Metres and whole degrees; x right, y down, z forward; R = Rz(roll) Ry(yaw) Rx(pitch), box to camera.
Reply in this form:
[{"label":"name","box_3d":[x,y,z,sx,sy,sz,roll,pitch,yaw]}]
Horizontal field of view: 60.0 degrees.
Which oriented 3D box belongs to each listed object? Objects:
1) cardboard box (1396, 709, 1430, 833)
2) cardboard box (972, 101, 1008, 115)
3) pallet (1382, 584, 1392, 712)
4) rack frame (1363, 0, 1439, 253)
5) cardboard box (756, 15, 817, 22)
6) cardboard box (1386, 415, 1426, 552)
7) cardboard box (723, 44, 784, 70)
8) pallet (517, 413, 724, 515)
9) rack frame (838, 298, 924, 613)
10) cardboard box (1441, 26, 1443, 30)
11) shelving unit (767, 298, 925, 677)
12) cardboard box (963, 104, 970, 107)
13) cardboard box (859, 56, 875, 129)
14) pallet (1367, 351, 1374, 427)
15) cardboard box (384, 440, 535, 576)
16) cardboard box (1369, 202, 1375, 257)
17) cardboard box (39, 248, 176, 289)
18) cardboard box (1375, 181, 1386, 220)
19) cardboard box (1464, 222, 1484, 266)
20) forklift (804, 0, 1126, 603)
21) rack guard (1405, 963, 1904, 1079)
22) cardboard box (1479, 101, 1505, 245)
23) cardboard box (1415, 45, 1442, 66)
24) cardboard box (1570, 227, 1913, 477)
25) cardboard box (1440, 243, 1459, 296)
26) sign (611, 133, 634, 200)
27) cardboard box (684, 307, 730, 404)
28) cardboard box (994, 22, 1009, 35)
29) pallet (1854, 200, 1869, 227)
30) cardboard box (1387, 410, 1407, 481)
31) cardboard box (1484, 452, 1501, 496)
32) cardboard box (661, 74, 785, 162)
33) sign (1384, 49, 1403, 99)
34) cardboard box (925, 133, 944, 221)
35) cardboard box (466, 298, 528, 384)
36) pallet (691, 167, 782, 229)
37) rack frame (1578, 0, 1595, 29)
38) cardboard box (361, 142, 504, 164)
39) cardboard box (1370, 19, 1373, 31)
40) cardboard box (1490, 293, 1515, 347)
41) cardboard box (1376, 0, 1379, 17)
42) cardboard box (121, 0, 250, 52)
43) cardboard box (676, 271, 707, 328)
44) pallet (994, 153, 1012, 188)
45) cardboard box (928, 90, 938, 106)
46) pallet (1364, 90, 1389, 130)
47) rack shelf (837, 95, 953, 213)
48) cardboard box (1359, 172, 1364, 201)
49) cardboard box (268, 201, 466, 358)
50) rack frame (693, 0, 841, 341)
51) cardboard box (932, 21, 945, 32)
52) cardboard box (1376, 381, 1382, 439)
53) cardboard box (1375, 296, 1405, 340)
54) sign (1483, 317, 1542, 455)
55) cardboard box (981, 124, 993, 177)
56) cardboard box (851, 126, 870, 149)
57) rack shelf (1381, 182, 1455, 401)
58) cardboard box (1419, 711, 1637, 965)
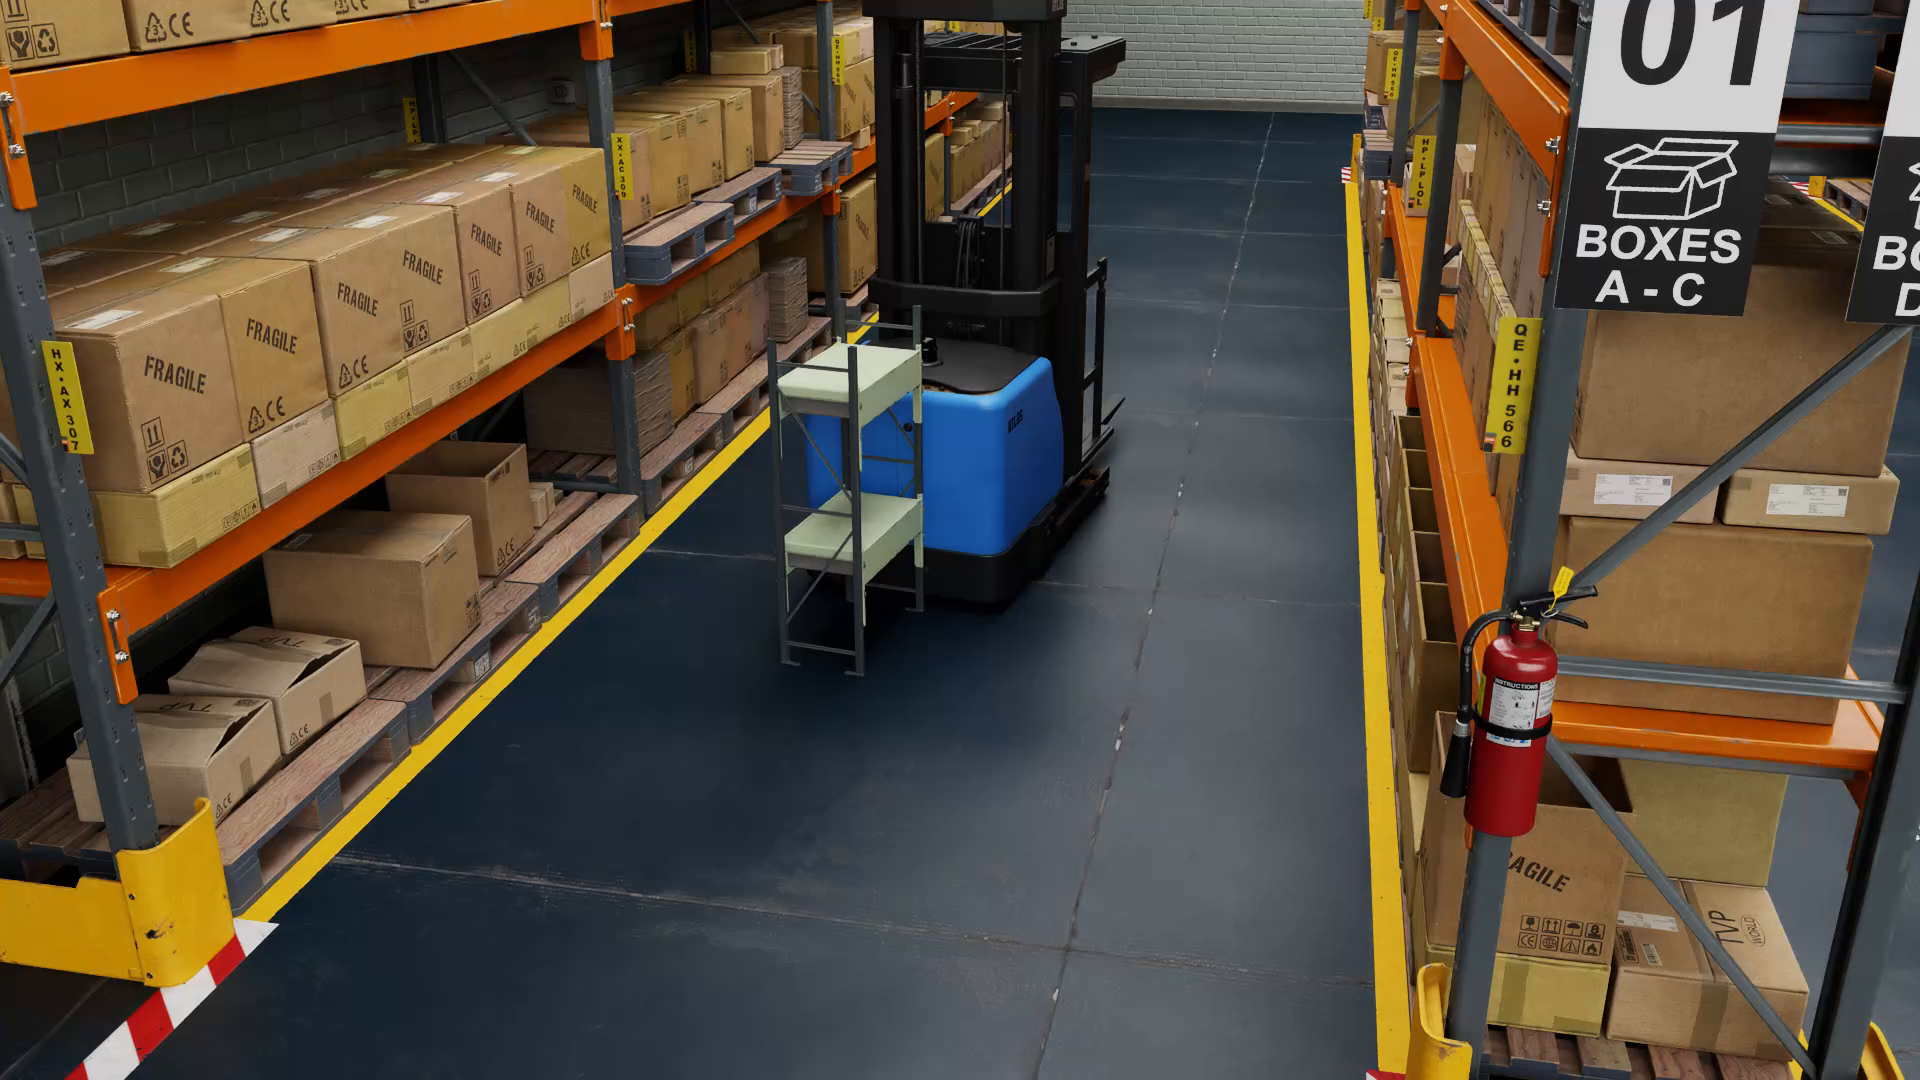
[{"label":"cardboard box","box_3d":[1.822,0.834,5.887,0.500,0.250,0.500,4,22,11]},{"label":"cardboard box","box_3d":[0.333,-4.901,18.924,0.380,0.149,0.250,4,22,10]},{"label":"pallet","box_3d":[2.424,0.456,7.437,1.003,0.211,1.213,4,22,11]},{"label":"rack frame","box_3d":[4.260,-4.050,14.895,1.000,3.000,0.127,4,22,11]},{"label":"cardboard box","box_3d":[-1.351,-4.067,13.375,0.500,0.250,0.500,4,22,10]},{"label":"cardboard box","box_3d":[2.226,-0.246,7.564,0.500,0.500,0.500,4,22,11]},{"label":"cardboard box","box_3d":[-1.447,-3.387,11.656,0.380,0.149,0.250,2,22,4]},{"label":"pallet","box_3d":[-2.065,-0.492,9.793,1.003,0.211,1.213,4,22,11]},{"label":"rack frame","box_3d":[-0.365,-0.376,7.780,0.400,1.500,0.023,8,23,18]},{"label":"cardboard box","box_3d":[4.632,-4.711,15.065,0.500,0.500,0.500,5,22,12]},{"label":"shelving unit","box_3d":[-0.489,-0.247,7.460,0.431,1.500,0.755,8,23,18]},{"label":"cardboard box","box_3d":[-0.092,-4.838,18.766,0.380,0.149,0.250,5,22,11]},{"label":"cardboard box","box_3d":[-0.941,-3.506,12.986,0.500,0.500,0.500,5,23,13]},{"label":"pallet","box_3d":[3.238,-0.996,11.044,1.003,0.211,1.213,4,22,11]},{"label":"cardboard box","box_3d":[-2.395,-0.163,8.000,0.500,0.500,0.500,3,22,7]},{"label":"cardboard box","box_3d":[3.716,-2.558,13.948,0.500,0.500,0.500,5,22,12]},{"label":"cardboard box","box_3d":[-3.038,-0.697,5.740,0.500,0.500,0.500,5,22,12]},{"label":"cardboard box","box_3d":[3.617,-2.735,13.383,0.500,0.250,0.500,4,22,10]},{"label":"cardboard box","box_3d":[2.281,-1.202,6.821,0.380,0.149,0.250,4,22,10]},{"label":"forklift","box_3d":[0.213,-1.581,8.855,1.130,2.935,3.031,8,23,18]},{"label":"rack guard","box_3d":[1.807,1.507,4.444,1.175,0.500,0.348,4,22,11]},{"label":"cardboard box","box_3d":[2.441,-1.425,6.506,0.700,0.500,0.500,4,22,11]},{"label":"cardboard box","box_3d":[3.960,-3.641,13.182,0.700,0.500,0.500,-1,22,-3]},{"label":"cardboard box","box_3d":[1.930,-0.499,4.207,0.700,0.500,0.500,5,22,11]},{"label":"cardboard box","box_3d":[2.627,-1.398,8.489,0.396,0.266,0.258,4,22,10]},{"label":"sign","box_3d":[-1.690,-1.864,8.308,0.100,0.325,0.005,4,22,11]},{"label":"cardboard box","box_3d":[-1.889,-1.192,10.556,0.700,0.500,0.500,5,22,12]},{"label":"cardboard box","box_3d":[-0.006,-5.574,18.278,0.980,0.700,0.700,4,22,10]},{"label":"pallet","box_3d":[9.467,-3.097,16.262,1.003,0.211,1.213,4,22,11]},{"label":"cardboard box","box_3d":[2.430,-0.474,8.383,0.500,0.311,0.500,4,22,11]},{"label":"cardboard box","box_3d":[2.232,-0.444,5.808,0.700,0.500,0.500,5,23,13]},{"label":"cardboard box","box_3d":[-1.580,-2.835,11.155,0.700,0.500,0.500,2,22,6]},{"label":"sign","box_3d":[2.911,-3.126,11.156,0.100,0.325,0.005,4,22,11]},{"label":"cardboard box","box_3d":[-0.596,-3.377,15.538,0.750,0.750,0.750,5,22,12]},{"label":"cardboard box","box_3d":[-2.220,-0.878,7.191,0.500,0.250,0.500,4,22,11]},{"label":"pallet","box_3d":[-1.770,-2.148,10.428,1.003,0.211,1.213,4,22,11]},{"label":"rack frame","box_3d":[1.811,-2.444,2.878,1.000,3.000,0.127,4,22,11]},{"label":"cardboard box","box_3d":[-2.523,-1.632,8.062,0.500,0.500,0.500,4,22,10]},{"label":"cardboard box","box_3d":[4.728,-5.417,18.156,0.500,0.500,0.500,5,22,12]},{"label":"cardboard box","box_3d":[2.017,-0.731,5.651,0.380,0.149,0.250,4,22,10]},{"label":"cardboard box","box_3d":[4.419,-5.321,16.578,0.500,0.500,0.500,4,22,10]},{"label":"cardboard box","box_3d":[-2.581,-1.782,5.087,0.500,0.500,0.500,6,23,14]},{"label":"cardboard box","box_3d":[-1.900,-1.516,10.355,0.500,0.250,0.500,4,22,9]},{"label":"pallet","box_3d":[0.139,-4.298,19.242,1.003,0.211,1.213,4,22,11]},{"label":"cardboard box","box_3d":[-0.410,-4.080,15.279,0.380,0.149,0.250,5,22,12]},{"label":"pallet","box_3d":[3.990,-3.677,14.226,1.003,0.211,1.213,4,22,11]},{"label":"rack shelf","box_3d":[-0.998,-3.361,14.148,1.077,0.370,4.000,4,22,11]},{"label":"cardboard box","box_3d":[4.252,-3.512,16.568,0.500,0.311,0.500,4,22,11]},{"label":"cardboard box","box_3d":[-2.331,-1.035,6.579,0.500,0.500,0.500,5,23,13]},{"label":"rack frame","box_3d":[-1.406,-2.964,12.197,1.000,3.000,0.127,4,22,11]},{"label":"cardboard box","box_3d":[-0.435,-4.778,15.139,0.500,0.250,0.500,5,22,12]},{"label":"cardboard box","box_3d":[2.743,-0.776,9.883,0.500,0.250,0.500,5,22,12]},{"label":"cardboard box","box_3d":[2.951,-1.405,10.695,0.500,0.311,0.500,4,22,10]},{"label":"sign","box_3d":[1.283,-0.355,3.853,0.100,0.325,0.005,4,22,11]},{"label":"cardboard box","box_3d":[-0.023,-4.294,18.285,0.700,0.500,0.500,4,22,9]},{"label":"cardboard box","box_3d":[-0.915,-3.141,12.948,0.380,0.149,0.250,5,23,13]},{"label":"rack shelf","box_3d":[3.036,-1.522,9.581,1.077,0.370,4.000,4,22,11]},{"label":"cardboard box","box_3d":[1.630,0.852,4.837,0.500,0.500,0.500,4,22,11]}]
